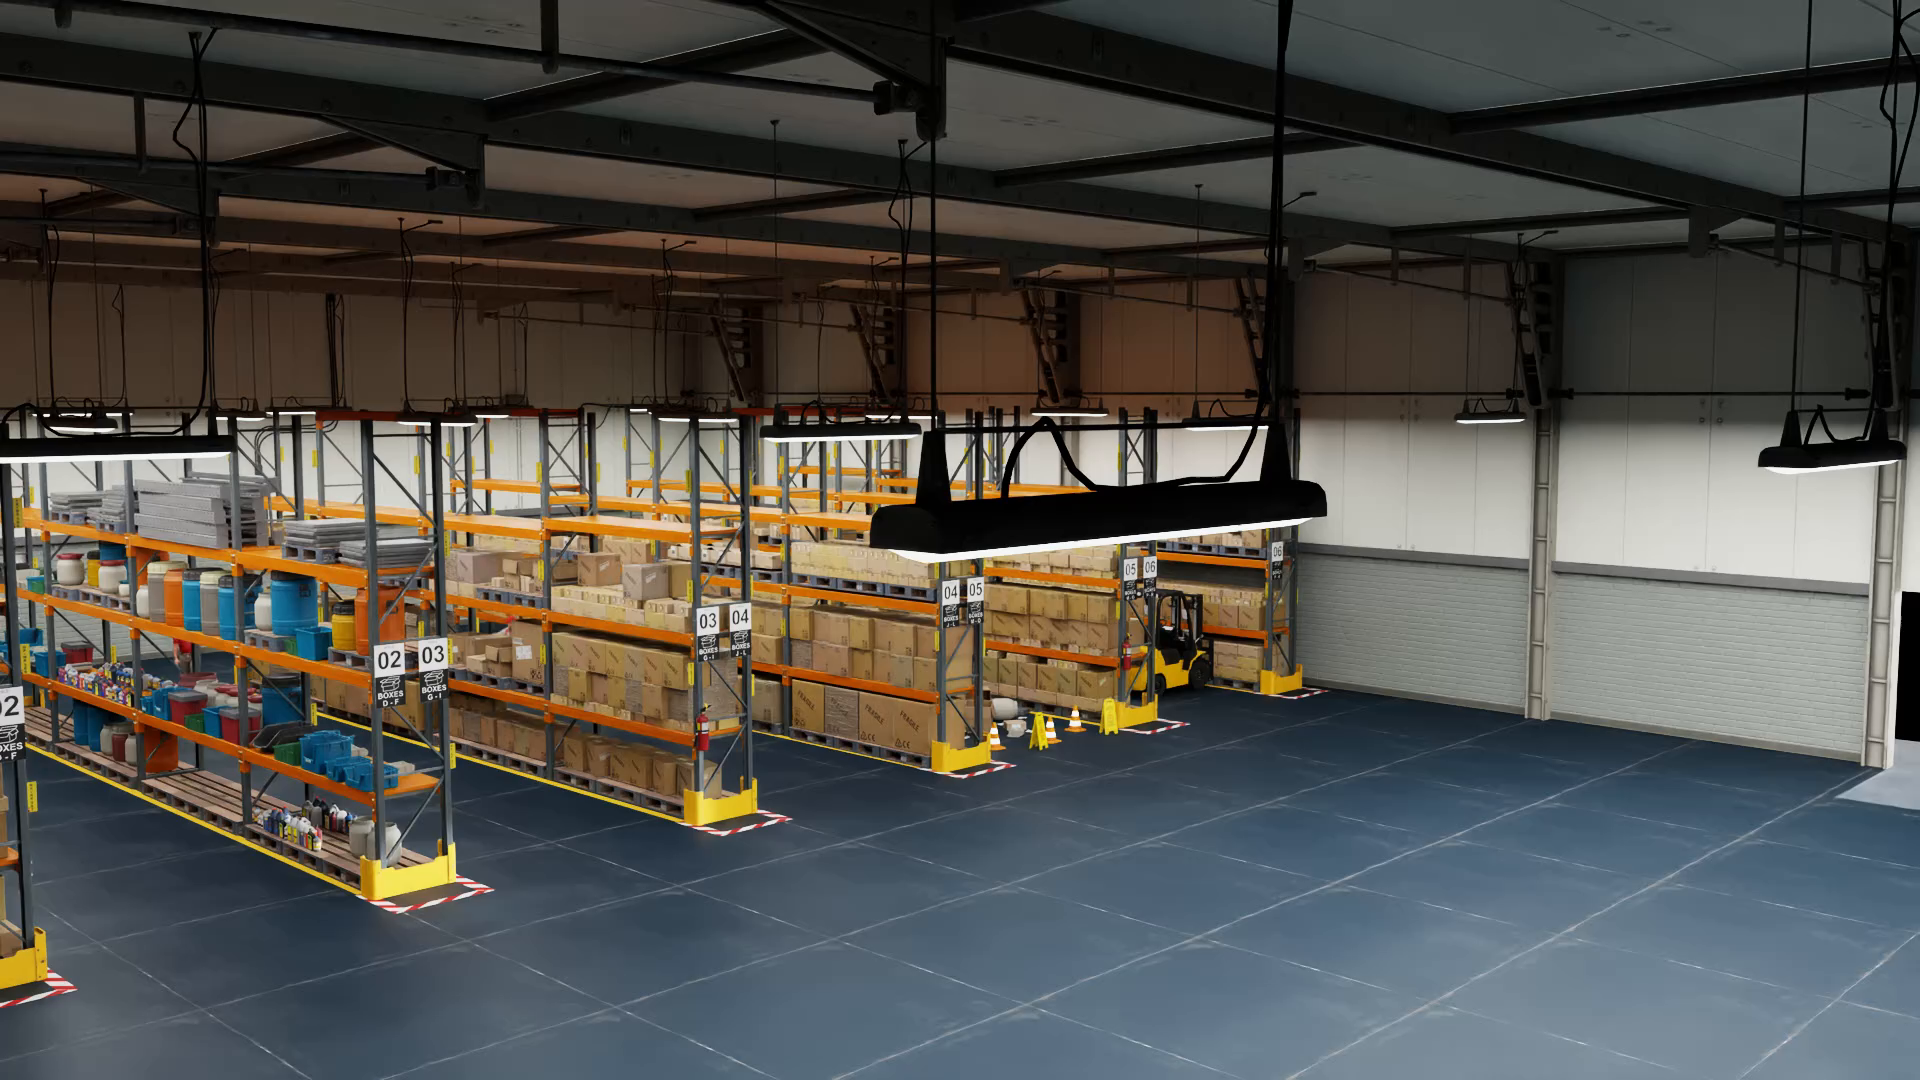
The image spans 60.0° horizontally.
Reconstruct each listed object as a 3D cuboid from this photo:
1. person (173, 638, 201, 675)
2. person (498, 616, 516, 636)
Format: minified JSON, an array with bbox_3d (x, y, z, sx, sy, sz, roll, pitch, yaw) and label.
[{"bbox_3d":[-15.986,2.438,34.395,0.512,1.677,1.040,-2,6,-24],"label":"person"},{"bbox_3d":[-9.468,2.413,34.824,0.649,1.687,0.626,-4,6,-37],"label":"person"}]
